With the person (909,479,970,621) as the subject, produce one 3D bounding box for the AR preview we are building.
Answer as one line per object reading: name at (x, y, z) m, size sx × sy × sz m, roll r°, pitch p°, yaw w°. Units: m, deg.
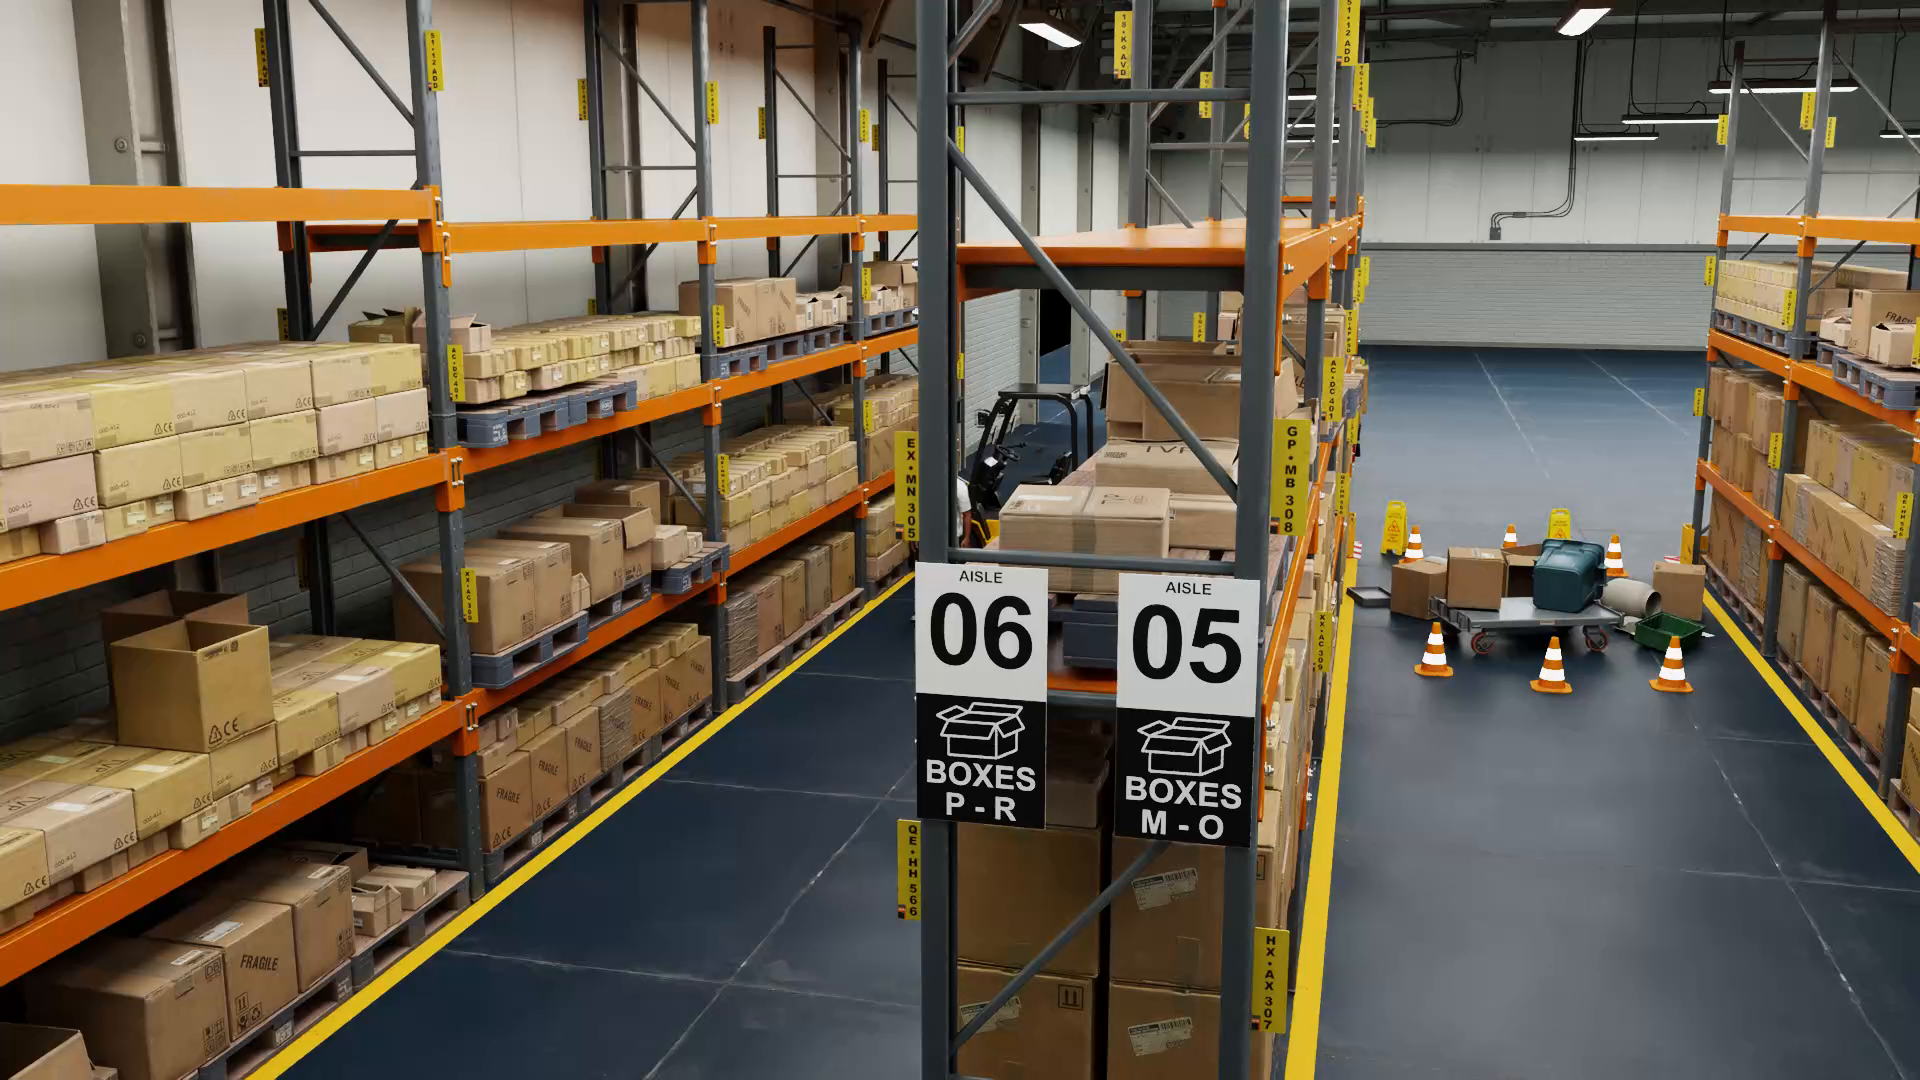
person at (-0.213, -0.029, 17.039) m, size 0.626 × 1.761 × 0.458 m, roll 3°, pitch 12°, yaw 15°
